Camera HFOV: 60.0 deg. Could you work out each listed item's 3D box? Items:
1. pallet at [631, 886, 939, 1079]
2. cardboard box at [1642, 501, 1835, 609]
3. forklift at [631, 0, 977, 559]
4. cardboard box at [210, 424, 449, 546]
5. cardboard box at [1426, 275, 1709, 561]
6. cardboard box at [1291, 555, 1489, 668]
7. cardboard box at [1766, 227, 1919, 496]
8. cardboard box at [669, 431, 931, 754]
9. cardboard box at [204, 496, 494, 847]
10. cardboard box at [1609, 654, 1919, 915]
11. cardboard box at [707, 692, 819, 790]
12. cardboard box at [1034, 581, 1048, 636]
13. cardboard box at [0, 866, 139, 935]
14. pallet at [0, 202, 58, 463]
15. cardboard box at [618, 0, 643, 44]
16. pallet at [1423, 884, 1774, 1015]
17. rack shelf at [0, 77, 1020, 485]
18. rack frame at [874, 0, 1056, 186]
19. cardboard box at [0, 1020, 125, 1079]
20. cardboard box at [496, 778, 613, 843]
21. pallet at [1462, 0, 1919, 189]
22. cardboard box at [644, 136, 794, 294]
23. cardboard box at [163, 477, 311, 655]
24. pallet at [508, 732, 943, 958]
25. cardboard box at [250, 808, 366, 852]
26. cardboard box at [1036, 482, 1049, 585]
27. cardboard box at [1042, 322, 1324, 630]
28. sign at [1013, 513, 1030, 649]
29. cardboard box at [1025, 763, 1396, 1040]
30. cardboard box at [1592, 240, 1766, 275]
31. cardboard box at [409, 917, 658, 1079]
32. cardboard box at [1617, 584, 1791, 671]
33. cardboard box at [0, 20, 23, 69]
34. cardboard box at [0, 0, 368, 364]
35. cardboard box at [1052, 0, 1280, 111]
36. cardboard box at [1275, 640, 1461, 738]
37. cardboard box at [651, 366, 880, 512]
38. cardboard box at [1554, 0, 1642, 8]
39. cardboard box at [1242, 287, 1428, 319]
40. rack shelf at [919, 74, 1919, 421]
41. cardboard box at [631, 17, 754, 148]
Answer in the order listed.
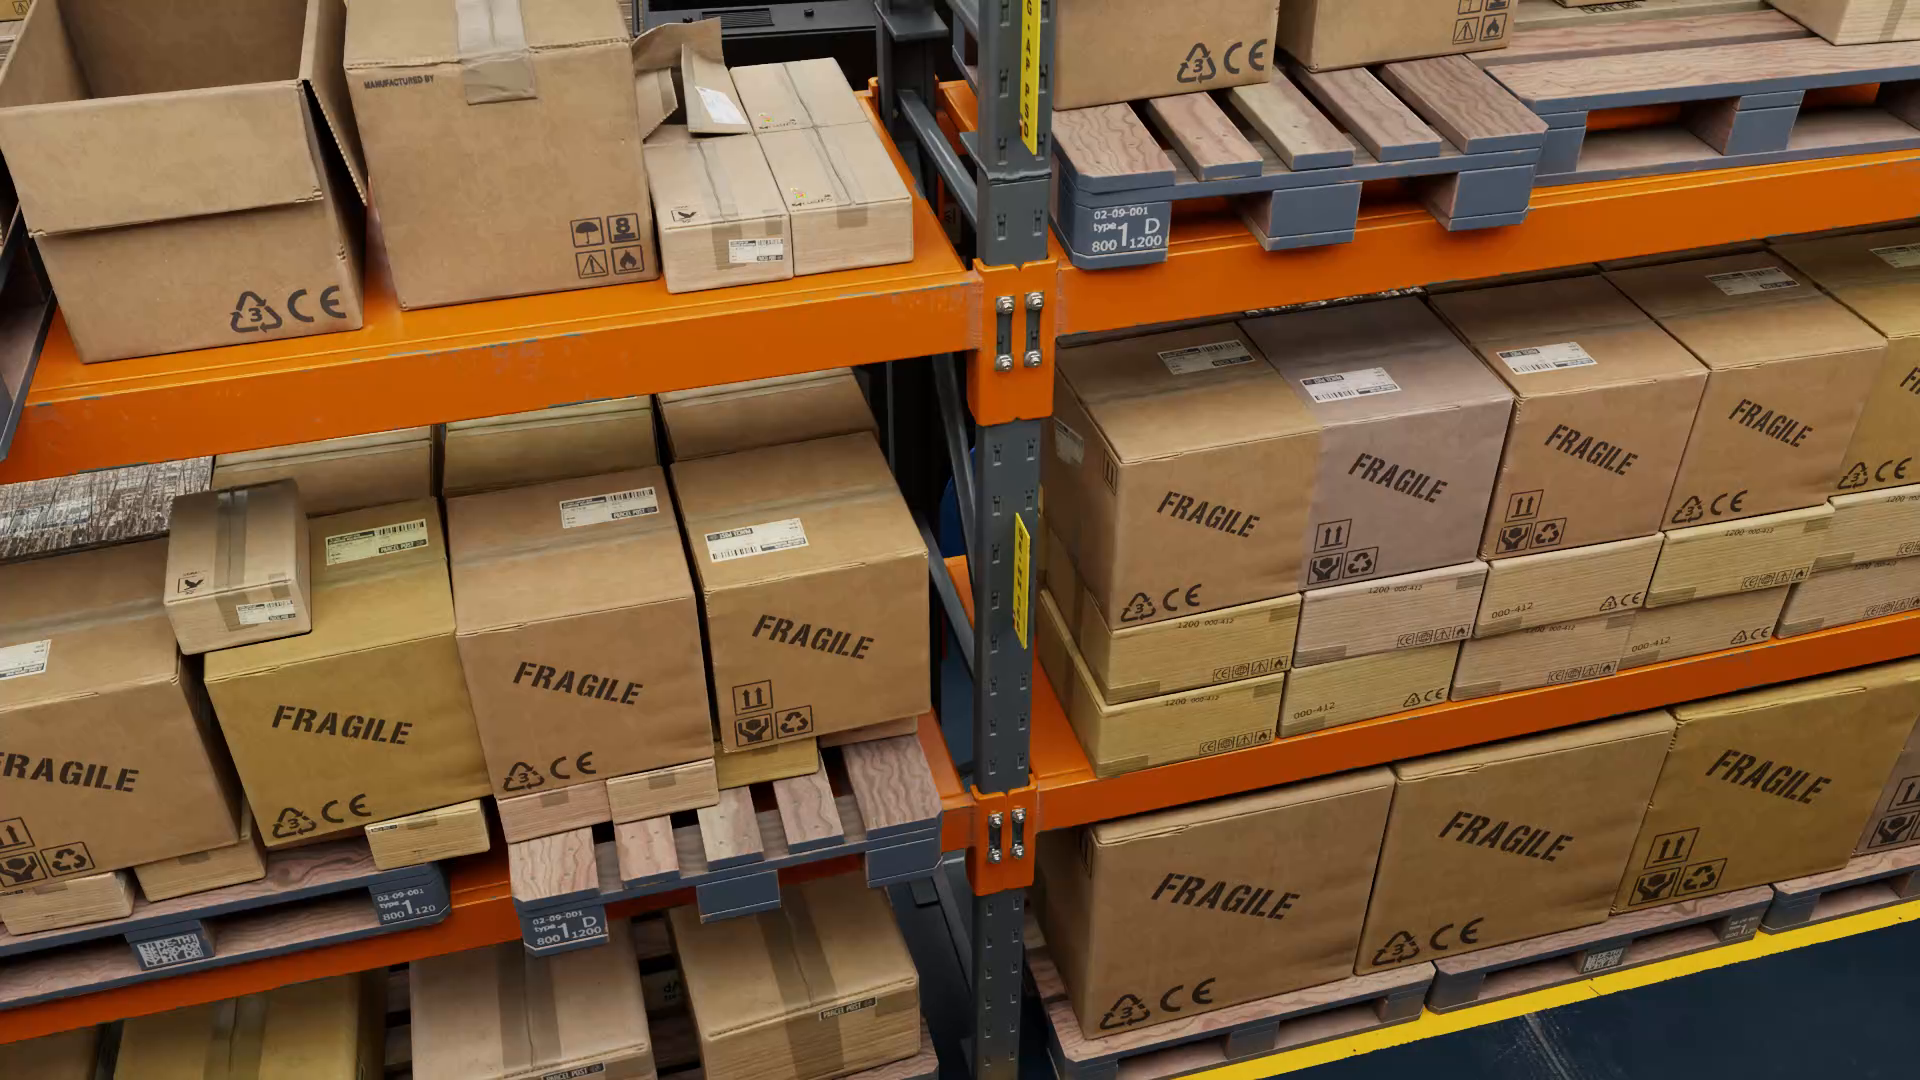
[{"bbox_3d":[-0.768,1.436,5.198,1.213,0.211,1.003,-9,38,-12],"label":"pallet"},{"bbox_3d":[2.017,-0.094,4.616,0.500,0.250,0.500,-9,38,-11],"label":"cardboard box"},{"bbox_3d":[-0.618,-1.101,6.277,3.031,2.935,1.130,-6,38,-8],"label":"forklift"},{"bbox_3d":[-1.520,-0.008,4.119,0.500,0.500,0.500,-9,38,-11],"label":"cardboard box"},{"bbox_3d":[1.507,-0.323,4.298,0.500,0.500,0.500,-8,38,-11],"label":"cardboard box"},{"bbox_3d":[1.040,0.050,4.427,0.500,0.250,0.500,-8,38,-11],"label":"cardboard box"},{"bbox_3d":[2.491,-0.491,4.518,0.500,0.500,0.500,-8,38,-11],"label":"cardboard box"},{"bbox_3d":[-0.379,0.116,3.956,0.500,0.500,0.500,-10,39,-13],"label":"cardboard box"},{"bbox_3d":[-1.363,0.285,3.735,0.500,0.500,0.500,-12,39,-15],"label":"cardboard box"},{"bbox_3d":[2.401,0.542,5.475,0.875,0.875,0.875,-8,38,-11],"label":"cardboard box"},{"bbox_3d":[-0.508,0.414,4.101,0.250,0.149,0.380,-9,38,-11],"label":"cardboard box"},{"bbox_3d":[0.407,0.033,4.861,0.500,0.250,0.500,-11,39,-14],"label":"cardboard box"},{"bbox_3d":[-1.993,0.680,3.753,0.250,0.149,0.380,-8,38,-10],"label":"cardboard box"},{"bbox_3d":[-2.251,-0.479,3.093,1.003,0.211,1.213,-9,38,-12],"label":"pallet"},{"bbox_3d":[-1.766,-2.492,7.957,0.500,0.500,0.500,-9,38,-12],"label":"cardboard box"},{"bbox_3d":[1.943,1.042,5.714,1.213,0.211,1.003,-9,38,-12],"label":"pallet"},{"bbox_3d":[-1.944,-0.383,3.405,4.000,0.370,1.077,-9,38,-12],"label":"rack shelf"},{"bbox_3d":[-0.013,-2.177,2.689,0.127,3.000,1.000,-9,38,-12],"label":"rack frame"},{"bbox_3d":[-2.676,1.516,4.616,0.625,0.372,0.950,-7,38,-9],"label":"cardboard box"},{"bbox_3d":[-0.985,0.515,3.969,0.250,0.149,0.380,-11,39,-14],"label":"cardboard box"},{"bbox_3d":[1.674,-1.222,4.066,1.213,0.211,1.003,-8,38,-10],"label":"pallet"},{"bbox_3d":[-0.500,-0.668,3.393,0.250,0.149,0.380,-9,38,-12],"label":"cardboard box"},{"bbox_3d":[-1.519,0.048,3.511,0.250,0.149,0.380,-11,39,-14],"label":"cardboard box"},{"bbox_3d":[-0.673,0.458,4.341,1.003,0.211,1.213,-9,38,-12],"label":"pallet"},{"bbox_3d":[-1.522,0.533,3.946,0.250,0.149,0.380,-9,38,-12],"label":"cardboard box"},{"bbox_3d":[0.388,-0.159,4.701,0.500,0.250,0.500,-9,38,-12],"label":"cardboard box"},{"bbox_3d":[0.527,-0.166,4.092,0.500,0.500,0.500,-11,39,-13],"label":"cardboard box"},{"bbox_3d":[0.137,0.094,3.770,0.005,0.325,0.100,-9,38,-12],"label":"sign"},{"bbox_3d":[0.675,0.822,5.109,0.875,0.875,0.875,-10,38,-12],"label":"cardboard box"},{"bbox_3d":[1.883,-0.703,4.795,0.500,0.500,0.500,-10,39,-13],"label":"cardboard box"},{"bbox_3d":[-1.271,1.288,4.914,0.625,0.372,0.950,-10,39,-13],"label":"cardboard box"},{"bbox_3d":[2.000,0.084,4.795,0.500,0.250,0.500,-9,38,-12],"label":"cardboard box"},{"bbox_3d":[-4.198,-2.093,7.436,0.500,0.500,0.500,-9,38,-12],"label":"cardboard box"},{"bbox_3d":[-1.478,-0.768,3.231,0.637,0.503,0.797,-9,38,-12],"label":"cardboard box"},{"bbox_3d":[0.312,-1.341,3.635,0.637,0.503,0.797,-12,39,-15],"label":"cardboard box"},{"bbox_3d":[1.016,0.244,4.586,0.500,0.250,0.500,-10,39,-13],"label":"cardboard box"},{"bbox_3d":[-0.508,-0.183,4.348,0.500,0.500,0.500,-10,39,-13],"label":"cardboard box"},{"bbox_3d":[1.613,-1.641,4.030,0.500,0.500,0.500,-9,38,-12],"label":"cardboard box"},{"bbox_3d":[0.911,-0.552,4.598,0.500,0.500,0.500,-9,38,-11],"label":"cardboard box"},{"bbox_3d":[1.918,-1.016,4.233,4.000,0.370,1.077,-9,38,-12],"label":"rack shelf"},{"bbox_3d":[-0.608,-0.941,3.654,0.258,0.266,0.396,-9,38,-12],"label":"cardboard box"}]
